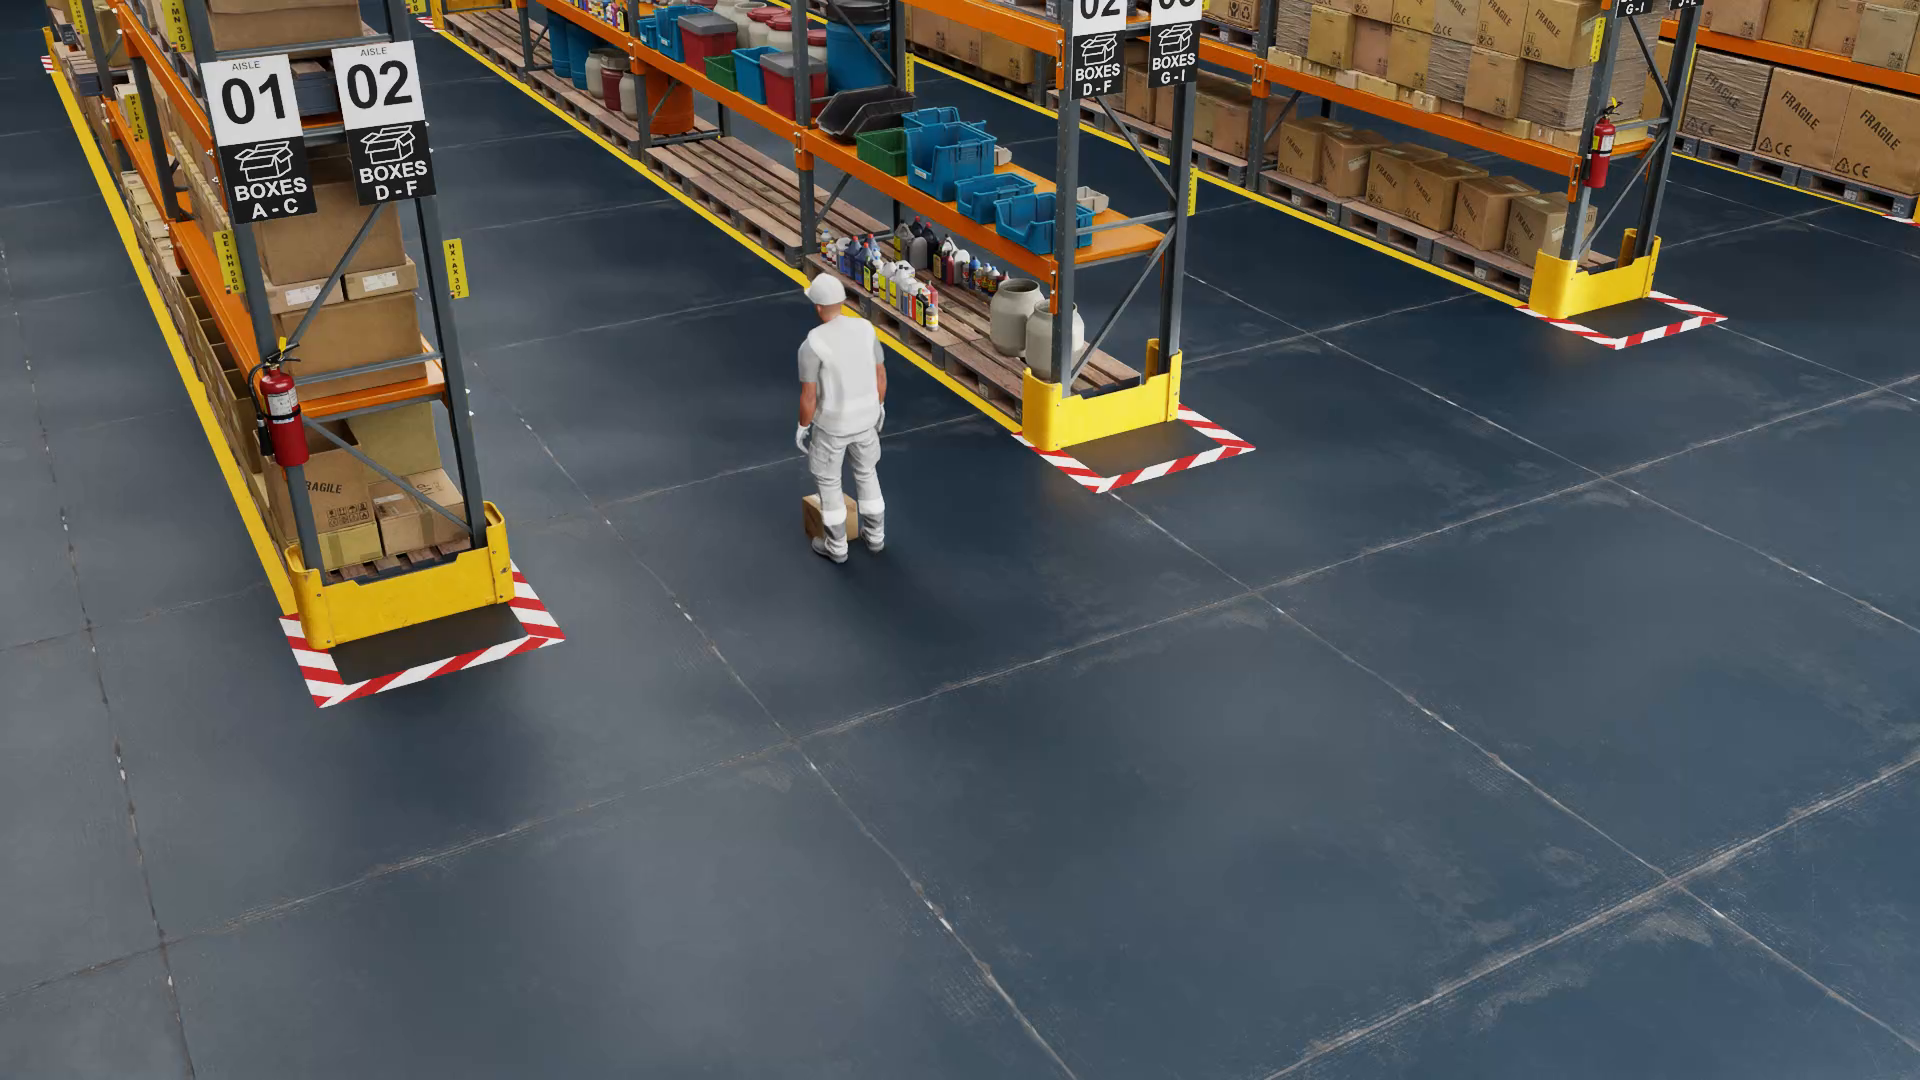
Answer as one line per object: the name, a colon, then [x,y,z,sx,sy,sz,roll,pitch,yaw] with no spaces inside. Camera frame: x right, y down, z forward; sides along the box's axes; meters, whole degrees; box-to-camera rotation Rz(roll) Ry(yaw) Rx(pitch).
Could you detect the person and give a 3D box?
person: [-0.706,-0.712,9.850,0.613,1.778,0.452,-18,33,-29]
